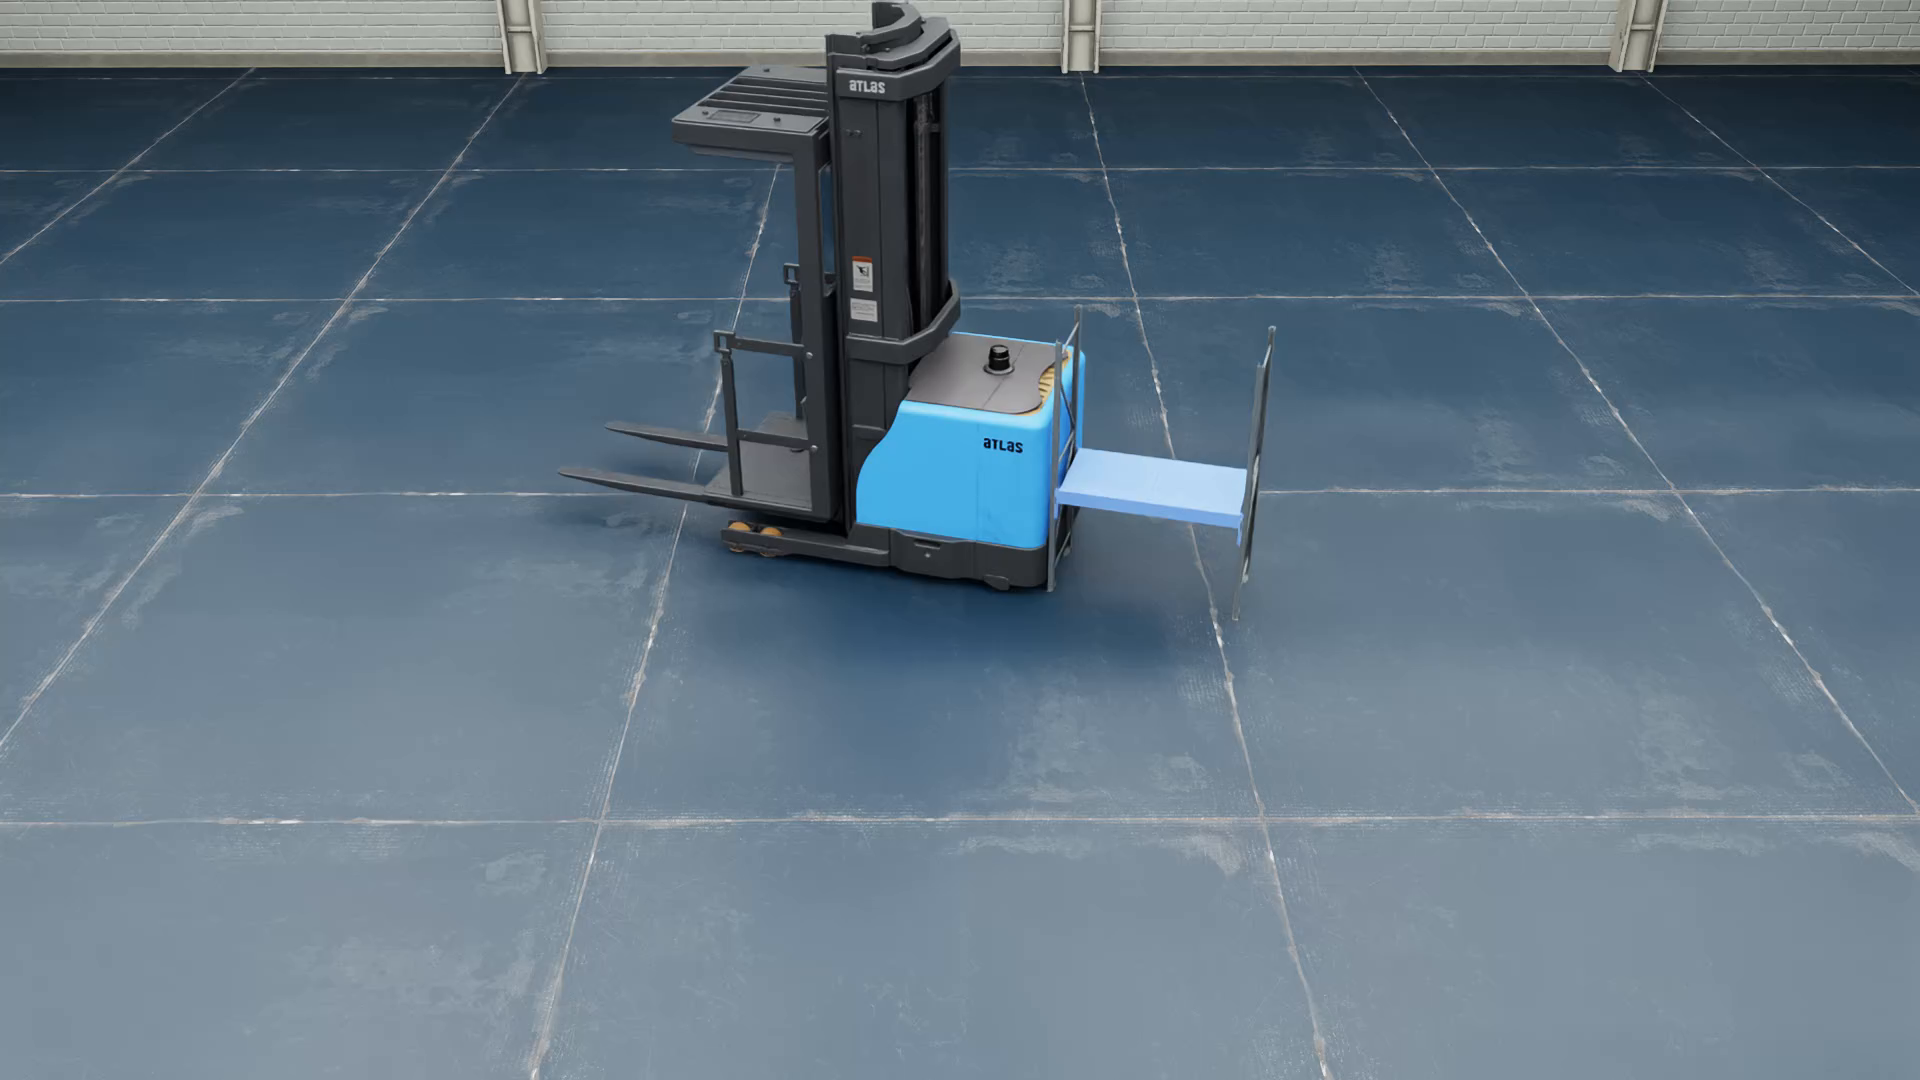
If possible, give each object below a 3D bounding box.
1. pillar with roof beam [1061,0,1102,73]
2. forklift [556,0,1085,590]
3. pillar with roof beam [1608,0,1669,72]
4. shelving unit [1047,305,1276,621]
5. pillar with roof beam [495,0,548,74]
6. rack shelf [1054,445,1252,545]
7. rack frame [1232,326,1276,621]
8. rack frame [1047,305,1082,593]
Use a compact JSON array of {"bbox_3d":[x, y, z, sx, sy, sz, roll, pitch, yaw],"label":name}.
[{"bbox_3d":[1.326,-6.737,12.069,0.400,9.000,9.100,0,31,0],"label":"pillar with roof beam"},{"bbox_3d":[-0.856,-1.407,9.132,3.031,2.935,1.130,9,32,14],"label":"forklift"},{"bbox_3d":[7.326,-6.756,12.099,0.400,9.000,9.100,0,31,0],"label":"pillar with roof beam"},{"bbox_3d":[1.052,-0.405,8.861,1.048,1.500,0.538,8,32,13],"label":"shelving unit"},{"bbox_3d":[-4.674,-6.719,12.038,0.400,9.000,9.100,0,31,0],"label":"pillar with roof beam"},{"bbox_3d":[1.052,-0.252,8.955,1.000,0.185,0.538,8,32,13],"label":"rack shelf"},{"bbox_3d":[1.542,-0.333,8.743,0.032,1.500,0.500,8,32,13],"label":"rack frame"},{"bbox_3d":[0.563,-0.477,8.980,0.032,1.500,0.500,8,32,13],"label":"rack frame"}]
